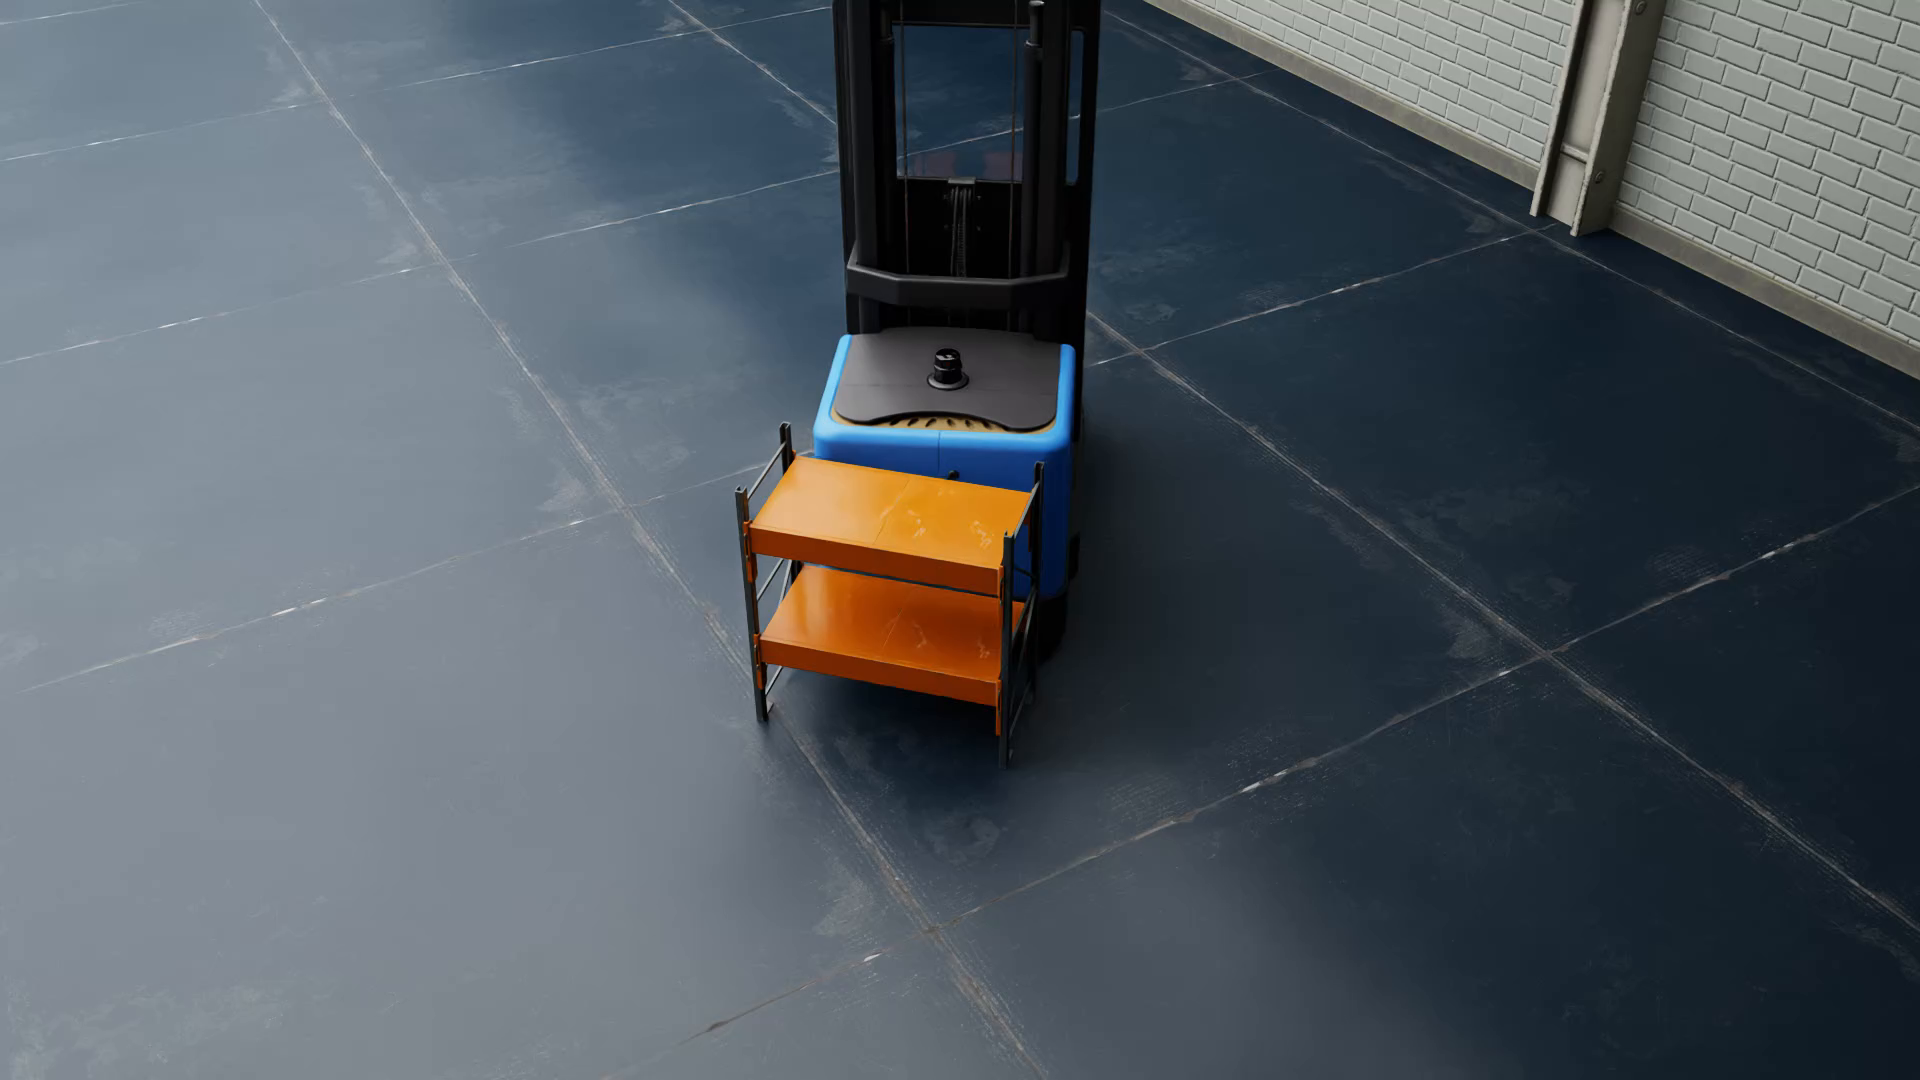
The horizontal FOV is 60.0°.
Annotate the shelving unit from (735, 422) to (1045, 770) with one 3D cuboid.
[{"bbox_3d":[-0.254,0.219,6.496,1.048,1.125,0.538,10,37,13],"label":"shelving unit"}]

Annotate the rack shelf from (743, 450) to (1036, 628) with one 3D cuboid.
[{"bbox_3d":[-0.254,-0.017,6.323,1.000,0.278,0.538,10,37,13],"label":"rack shelf"}]

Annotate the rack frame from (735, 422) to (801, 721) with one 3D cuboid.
[{"bbox_3d":[-0.742,0.137,6.608,0.032,1.125,0.500,10,37,13],"label":"rack frame"}]

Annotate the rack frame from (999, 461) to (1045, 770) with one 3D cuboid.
[{"bbox_3d":[0.235,0.302,6.383,0.032,1.125,0.500,10,37,13],"label":"rack frame"}]

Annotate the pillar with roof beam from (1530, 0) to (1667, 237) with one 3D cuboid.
[{"bbox_3d":[0.138,-4.386,6.126,9.100,9.000,0.400,-19,40,-24],"label":"pillar with roof beam"}]

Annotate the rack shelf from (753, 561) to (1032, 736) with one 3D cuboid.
[{"bbox_3d":[-0.254,0.417,6.640,1.000,0.278,0.538,10,37,13],"label":"rack shelf"}]

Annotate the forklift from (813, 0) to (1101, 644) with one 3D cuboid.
[{"bbox_3d":[0.049,-1.596,7.451,1.130,2.935,3.031,3,36,4],"label":"forklift"}]
